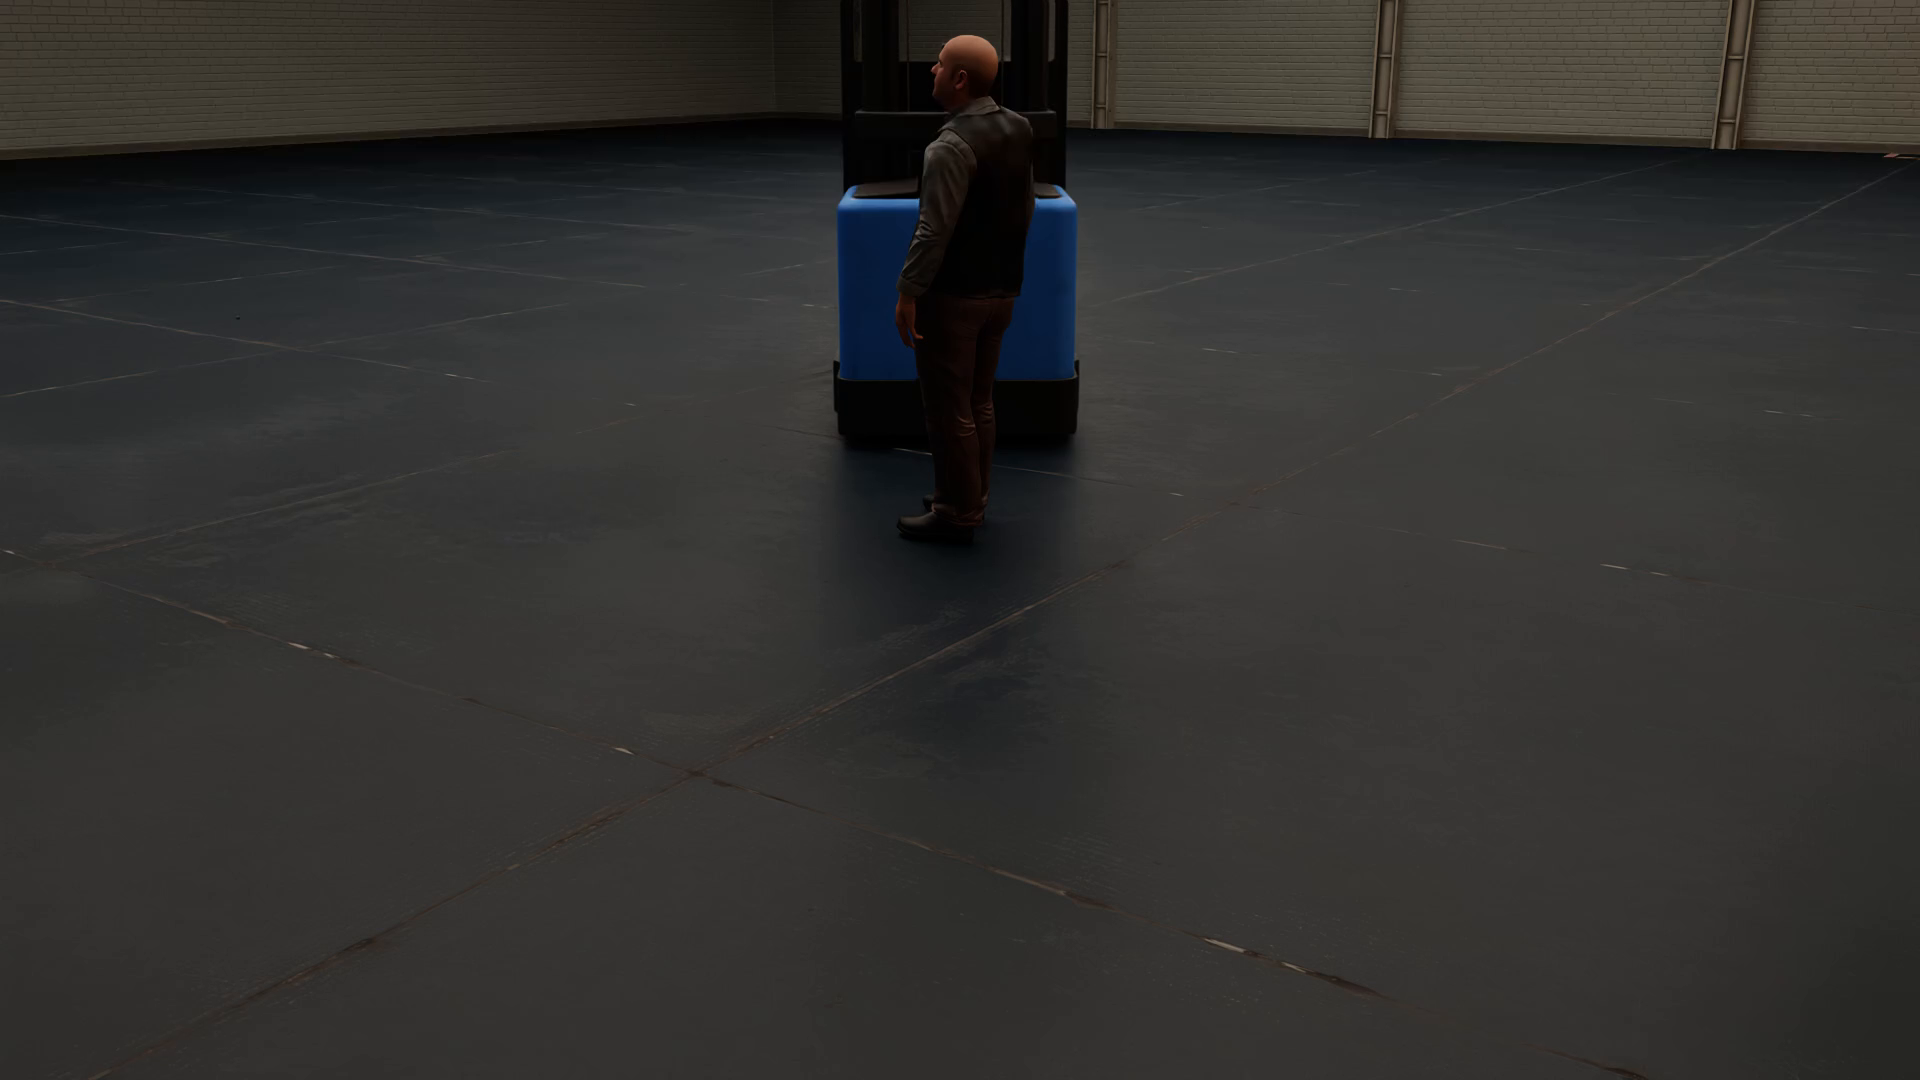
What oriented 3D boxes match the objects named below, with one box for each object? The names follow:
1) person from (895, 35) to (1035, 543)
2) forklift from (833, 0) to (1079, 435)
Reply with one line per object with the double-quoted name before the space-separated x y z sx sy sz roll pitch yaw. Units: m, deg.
"person" -0.046 -0.844 5.740 0.568 1.720 0.632 11 20 33
"forklift" -0.031 -2.225 8.274 1.130 2.935 3.031 0 17 -1
